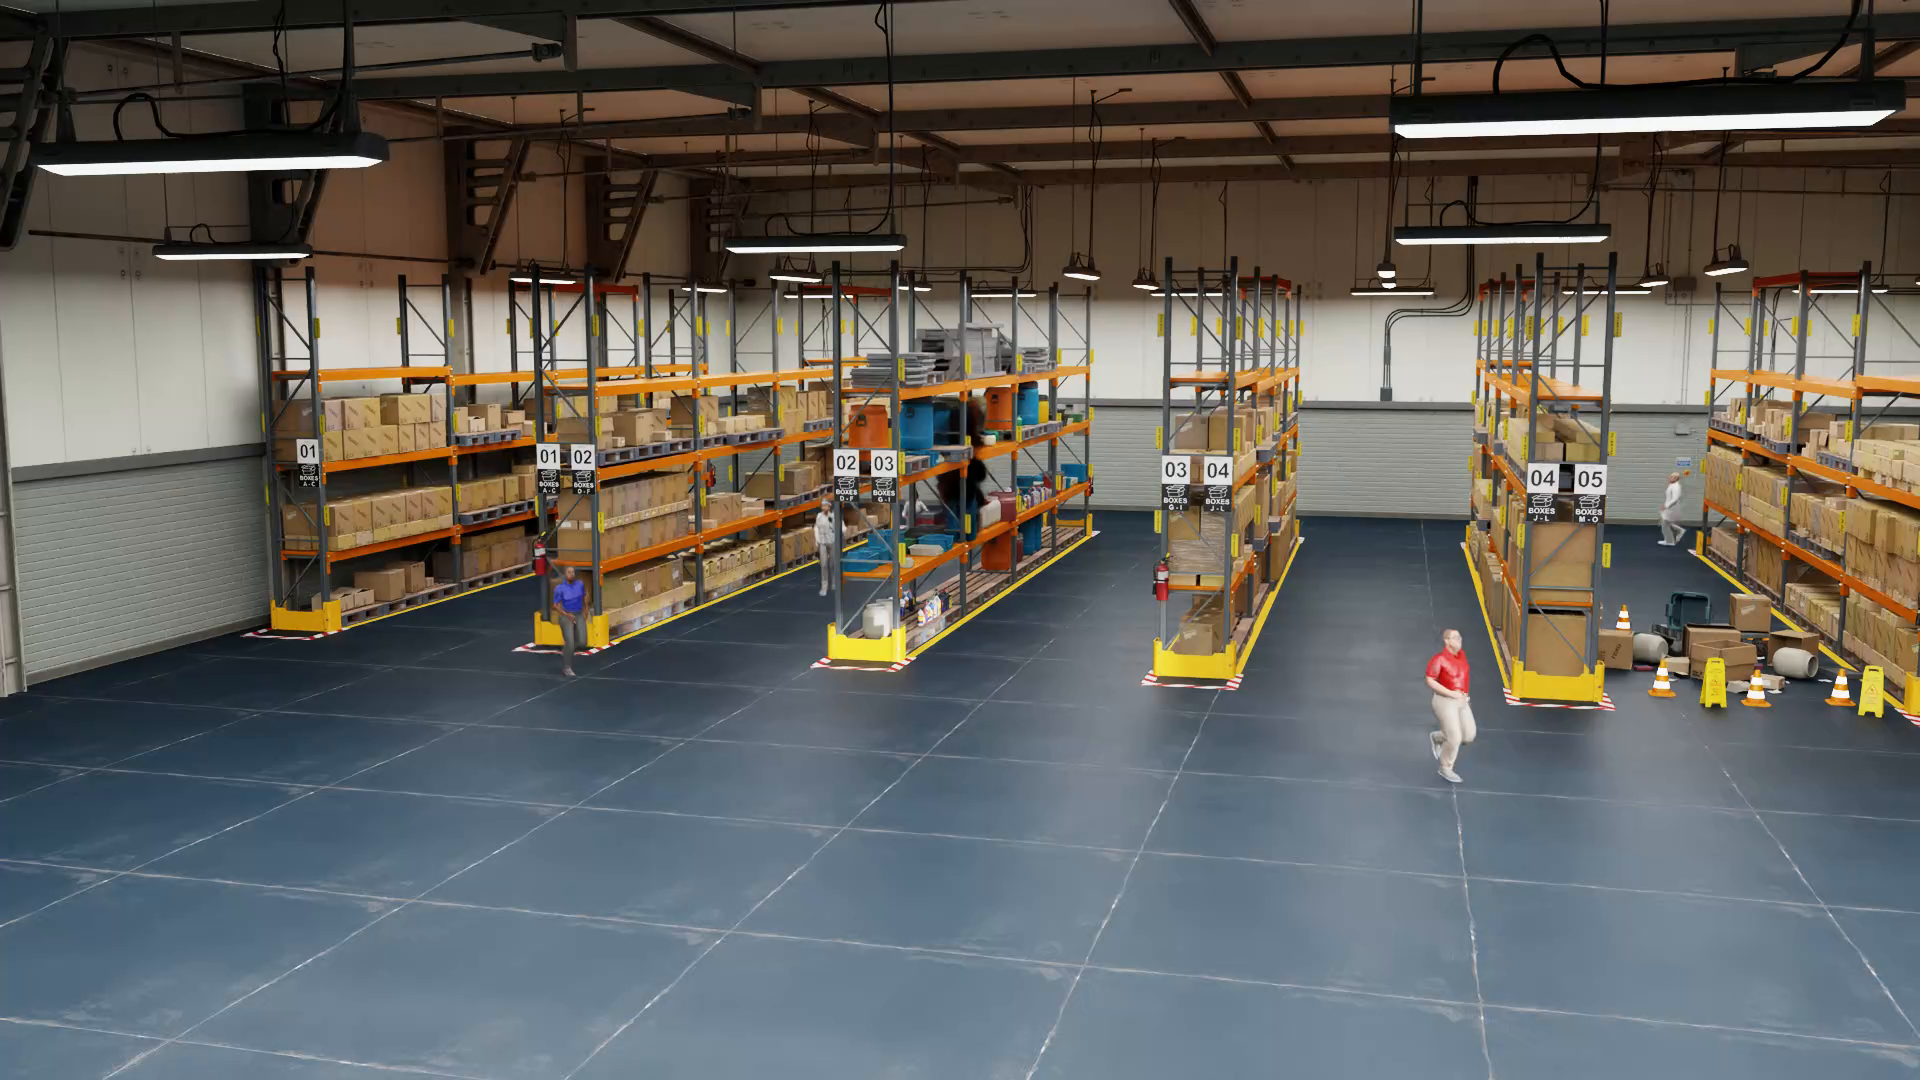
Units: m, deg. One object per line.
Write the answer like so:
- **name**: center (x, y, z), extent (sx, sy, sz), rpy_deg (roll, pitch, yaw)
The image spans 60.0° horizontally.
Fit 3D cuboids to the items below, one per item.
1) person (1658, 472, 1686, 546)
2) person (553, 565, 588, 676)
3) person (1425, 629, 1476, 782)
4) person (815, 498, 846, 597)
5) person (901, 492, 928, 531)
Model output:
- **person**: center (16.460, -0.706, 38.327), extent (0.599, 1.716, 0.758), rpy_deg (2, 8, 17)
- **person**: center (-5.611, 1.166, 24.114), extent (0.598, 1.620, 0.583), rpy_deg (-6, 9, -38)
- **person**: center (5.476, 1.828, 18.607), extent (0.697, 1.692, 0.627), rpy_deg (-5, 9, -36)
- **person**: center (-2.339, 0.102, 29.901), extent (0.635, 1.761, 0.689), rpy_deg (2, 8, 16)
- **person**: center (-0.969, -0.260, 35.215), extent (0.538, 1.605, 0.877), rpy_deg (1, 7, 8)
